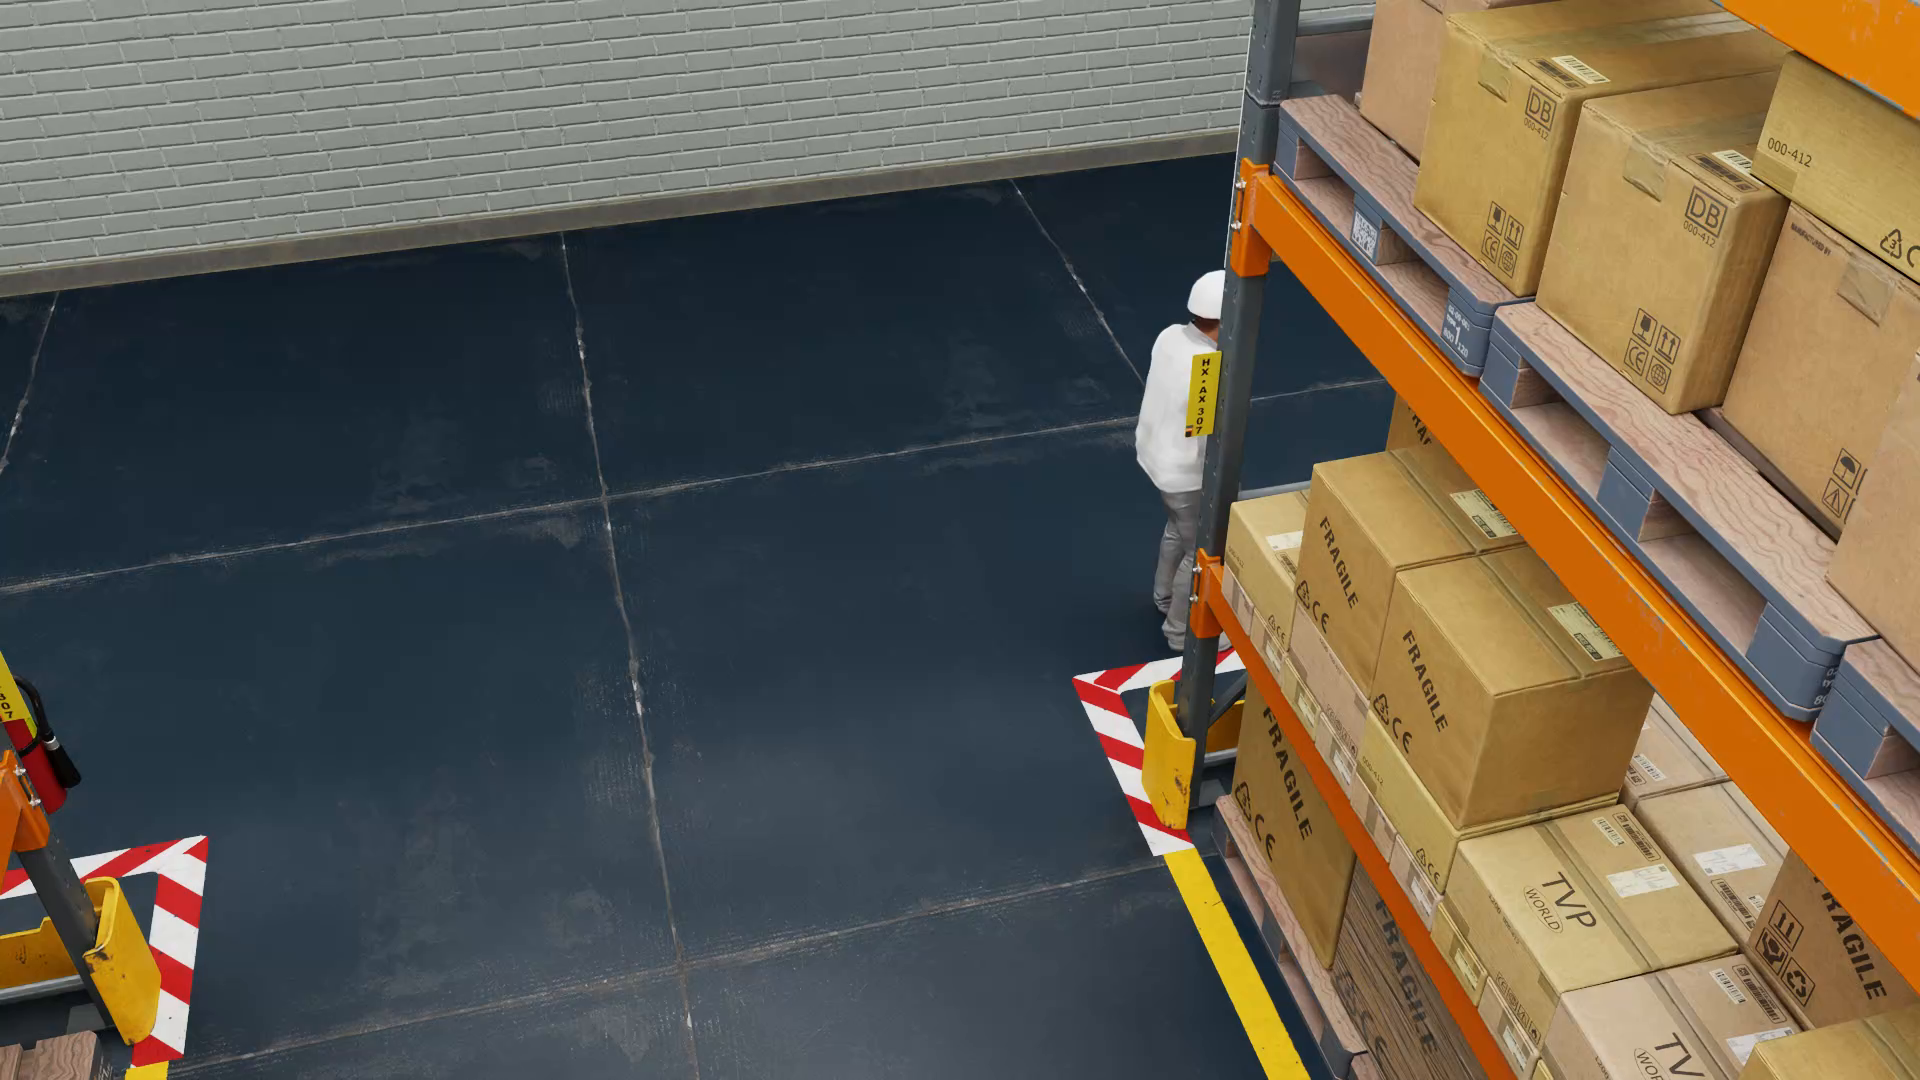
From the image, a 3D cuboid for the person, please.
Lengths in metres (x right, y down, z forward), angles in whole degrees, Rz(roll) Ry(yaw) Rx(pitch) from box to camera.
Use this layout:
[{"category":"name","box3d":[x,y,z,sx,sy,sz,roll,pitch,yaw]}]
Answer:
[{"category":"person","box3d":[0.997,-0.338,7.127,0.476,1.770,0.586,-12,39,-14]}]
